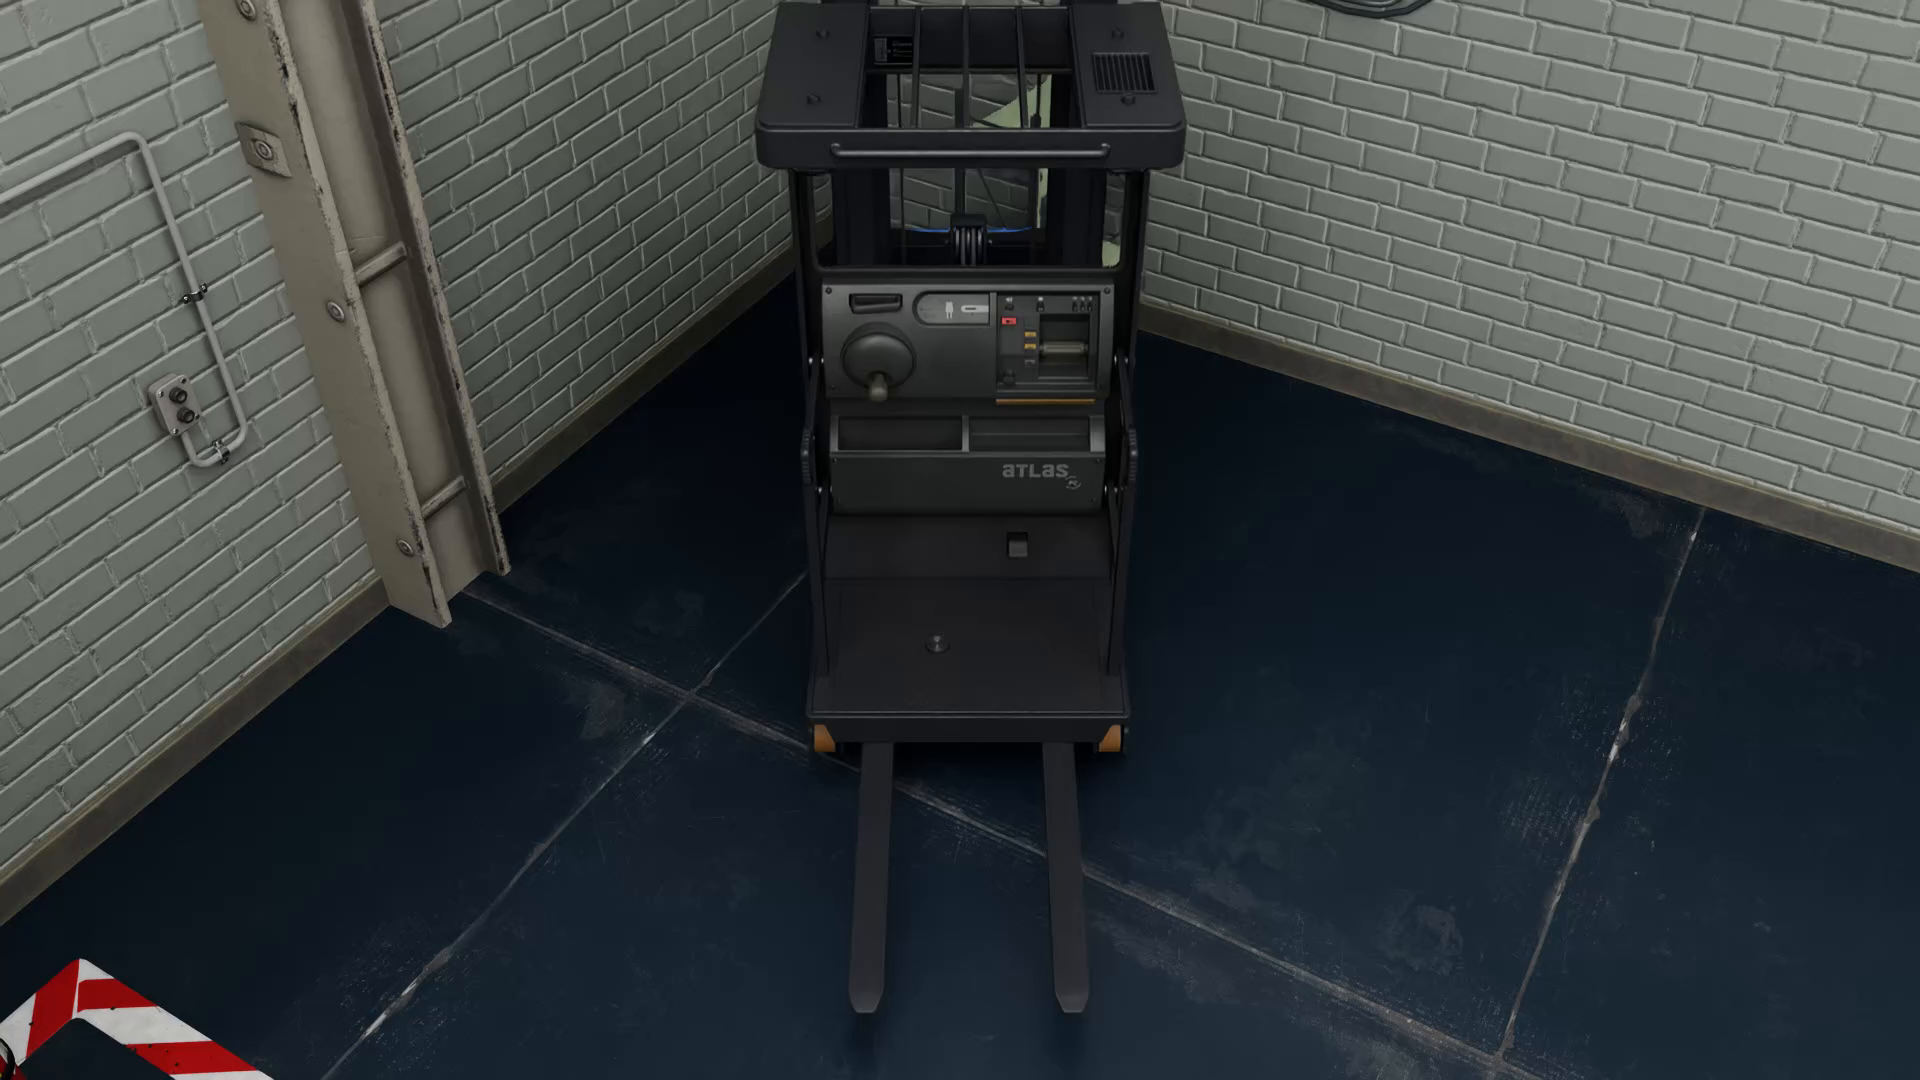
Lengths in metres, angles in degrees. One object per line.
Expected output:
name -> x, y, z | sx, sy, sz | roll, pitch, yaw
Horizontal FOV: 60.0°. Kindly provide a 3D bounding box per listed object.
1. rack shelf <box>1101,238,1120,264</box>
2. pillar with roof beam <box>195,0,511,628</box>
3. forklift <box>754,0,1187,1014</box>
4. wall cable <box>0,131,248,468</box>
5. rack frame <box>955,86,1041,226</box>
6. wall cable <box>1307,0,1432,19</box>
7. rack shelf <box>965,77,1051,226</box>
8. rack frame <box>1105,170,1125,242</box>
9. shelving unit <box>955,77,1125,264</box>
rack shelf -> 0.371, -1.068, 7.321 | 0.431, 0.370, 0.720 | 28, 48, 28
pillar with roof beam -> 1.713, -1.778, 1.960 | 9.100, 9.000, 0.400 | 21, 45, 22
forklift -> 0.027, -0.555, 5.163 | 1.130, 2.935, 3.031 | 0, 41, 0
wall cable -> -2.795, -0.546, 4.332 | 0.084, 1.984, 1.851 | 21, 45, 22
rack frame -> 0.144, -1.123, 6.890 | 0.400, 1.500, 0.023 | 28, 48, 28
wall cable -> 0.523, -3.324, 6.065 | 3.097, 2.526, 0.112 | 21, 45, 22
rack shelf -> 0.371, -1.605, 6.848 | 0.431, 0.370, 0.720 | 28, 48, 28
rack frame -> 0.598, -1.502, 7.321 | 0.400, 1.500, 0.023 | 28, 48, 28
shelving unit -> 0.371, -1.313, 7.106 | 0.431, 1.500, 0.755 | 28, 48, 28
